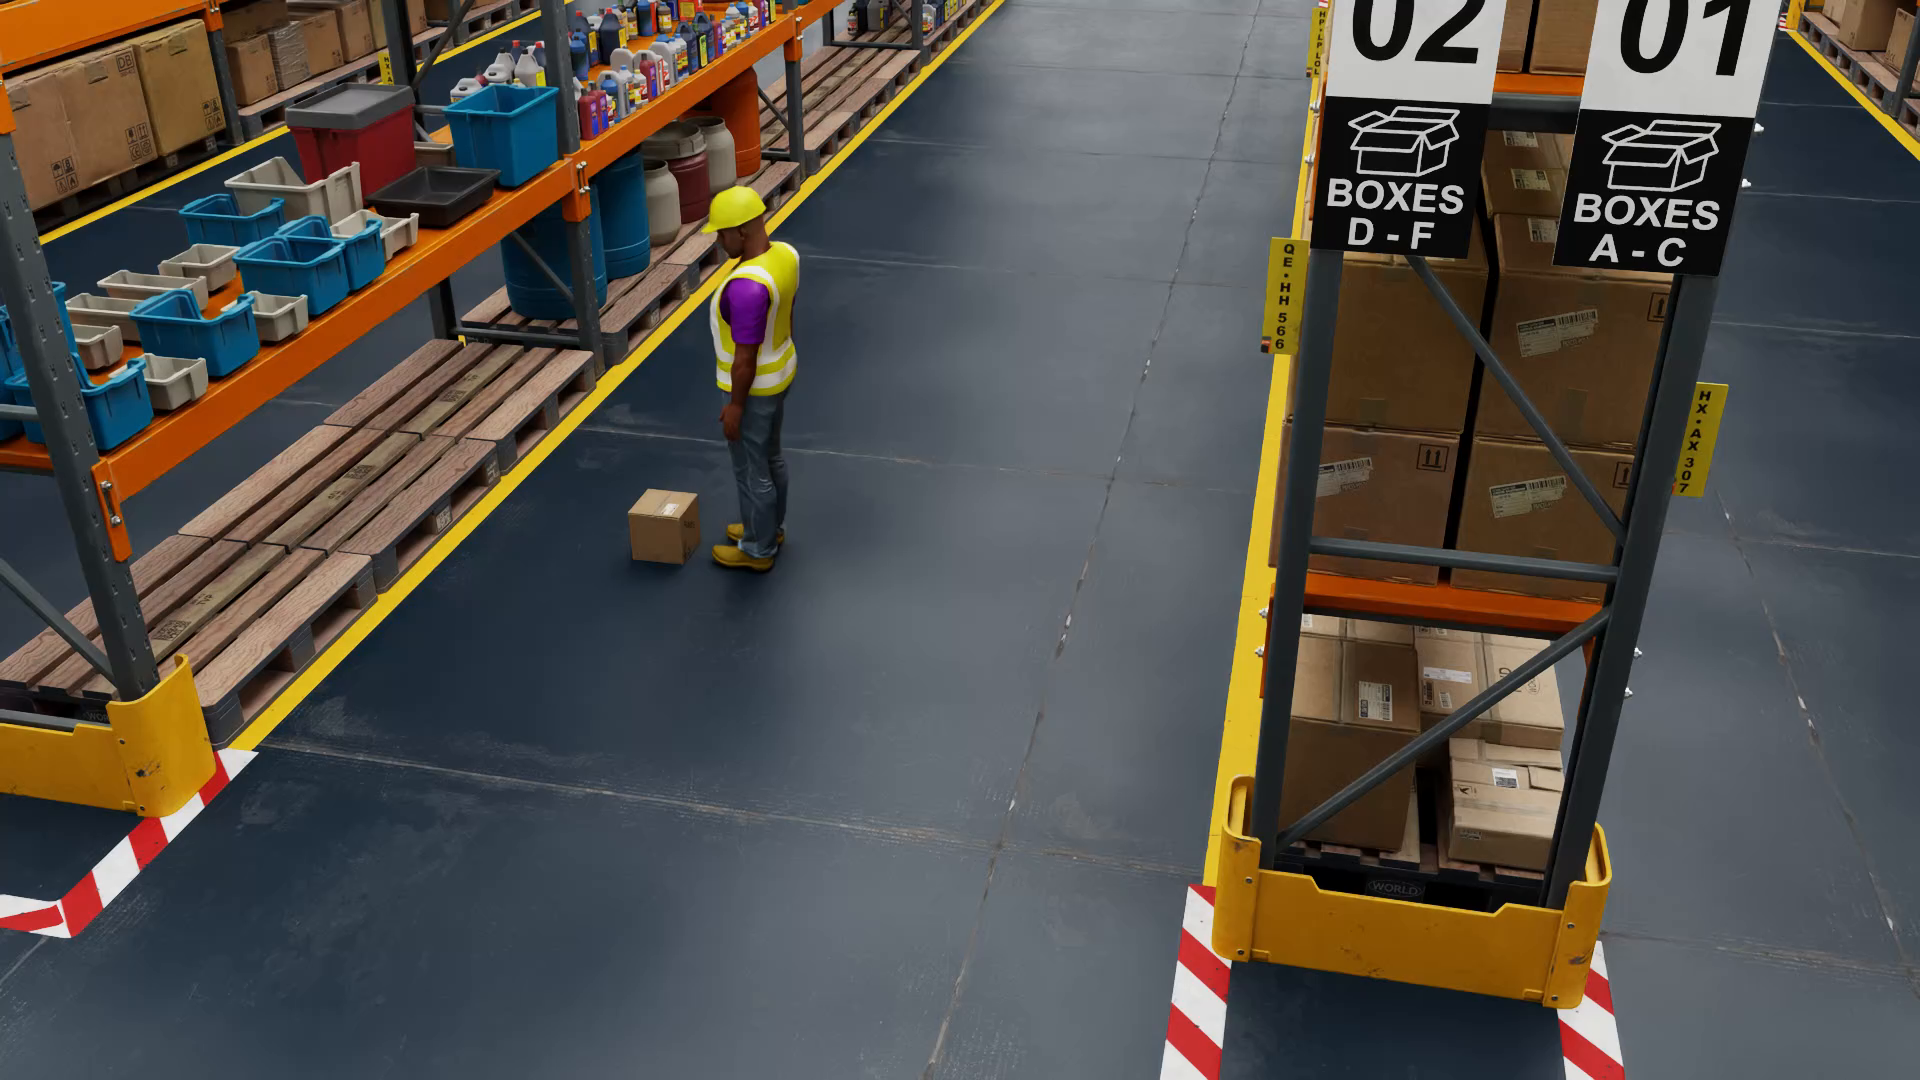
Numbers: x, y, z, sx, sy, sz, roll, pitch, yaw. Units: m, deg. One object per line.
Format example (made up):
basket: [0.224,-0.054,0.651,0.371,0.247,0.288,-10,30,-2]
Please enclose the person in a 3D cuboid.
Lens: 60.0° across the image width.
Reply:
person: [-0.943,-0.694,7.336,0.450,1.776,0.580,6,29,11]
